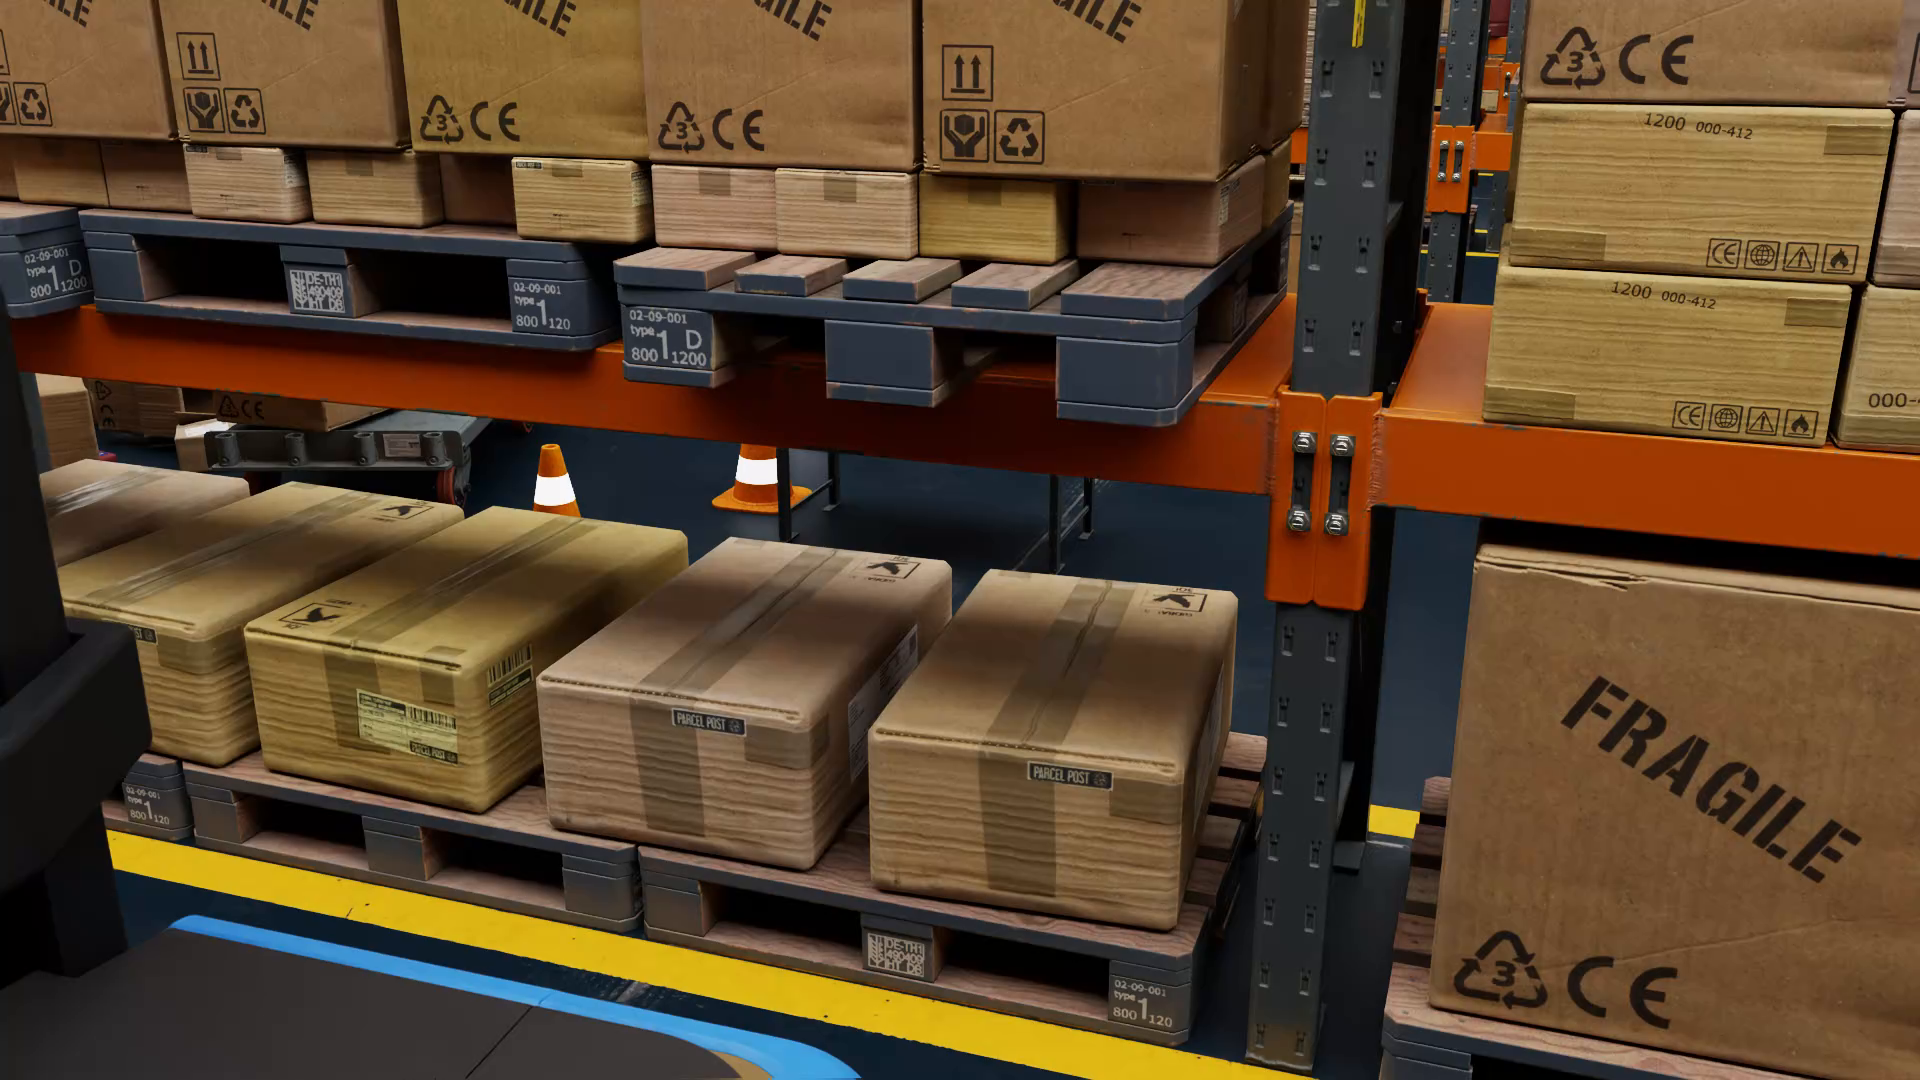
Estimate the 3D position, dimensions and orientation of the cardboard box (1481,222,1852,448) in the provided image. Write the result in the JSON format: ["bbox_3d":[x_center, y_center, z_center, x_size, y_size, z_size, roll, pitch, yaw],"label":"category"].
[{"bbox_3d":[1.150,-0.358,2.775,0.500,0.250,0.500,6,20,17],"label":"cardboard box"}]

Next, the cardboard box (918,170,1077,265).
[{"bbox_3d":[0.107,-0.609,3.009,0.250,0.149,0.380,7,20,19],"label":"cardboard box"}]

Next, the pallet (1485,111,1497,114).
[{"bbox_3d":[6.512,-5.506,21.550,1.213,0.211,1.003,7,20,18],"label":"pallet"}]

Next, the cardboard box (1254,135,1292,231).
[{"bbox_3d":[0.525,-0.733,3.366,0.250,0.149,0.380,5,20,15],"label":"cardboard box"}]

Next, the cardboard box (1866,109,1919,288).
[{"bbox_3d":[1.656,-0.538,2.531,0.500,0.250,0.500,7,20,19],"label":"cardboard box"}]

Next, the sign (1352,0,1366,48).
[{"bbox_3d":[0.601,-0.900,2.462,0.005,0.325,0.100,7,20,18],"label":"sign"}]

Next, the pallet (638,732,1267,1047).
[{"bbox_3d":[0.033,0.671,3.829,1.213,0.211,1.003,7,20,18],"label":"pallet"}]

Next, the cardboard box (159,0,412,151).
[{"bbox_3d":[-1.234,-1.075,3.361,0.500,0.500,0.500,6,20,16],"label":"cardboard box"}]

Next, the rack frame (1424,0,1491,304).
[{"bbox_3d":[2.300,-2.110,7.573,0.127,3.000,1.000,7,20,18],"label":"rack frame"}]

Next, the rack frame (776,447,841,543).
[{"bbox_3d":[-0.561,-0.772,6.013,0.032,1.500,0.500,7,20,18],"label":"rack frame"}]

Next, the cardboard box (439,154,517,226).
[{"bbox_3d":[-0.842,-0.743,3.396,0.250,0.149,0.380,7,20,18],"label":"cardboard box"}]

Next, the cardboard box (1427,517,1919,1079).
[{"bbox_3d":[1.396,0.345,3.119,0.875,0.875,0.875,6,20,18],"label":"cardboard box"}]

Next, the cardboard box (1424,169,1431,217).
[{"bbox_3d":[3.383,-2.735,12.495,0.500,0.500,0.700,5,20,15],"label":"cardboard box"}]

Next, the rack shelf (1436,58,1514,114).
[{"bbox_3d":[2.134,-3.518,12.704,4.000,0.370,1.077,7,20,18],"label":"rack shelf"}]

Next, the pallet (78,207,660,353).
[{"bbox_3d":[-1.113,-0.671,3.735,1.213,0.211,1.003,7,20,18],"label":"pallet"}]

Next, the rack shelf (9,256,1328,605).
[{"bbox_3d":[-1.119,-0.437,3.865,4.000,0.370,1.077,7,20,18],"label":"rack shelf"}]

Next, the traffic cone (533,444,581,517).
[{"bbox_3d":[-1.377,-0.096,5.648,0.334,0.463,0.336,7,20,18],"label":"traffic cone"}]

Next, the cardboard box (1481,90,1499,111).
[{"bbox_3d":[6.700,-5.602,21.130,0.500,0.250,0.500,7,20,19],"label":"cardboard box"}]

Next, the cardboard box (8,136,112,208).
[{"bbox_3d":[-1.834,-0.837,3.663,0.250,0.149,0.380,7,20,19],"label":"cardboard box"}]

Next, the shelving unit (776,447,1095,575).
[{"bbox_3d":[-0.081,-0.717,5.856,1.048,1.500,0.538,7,20,18],"label":"shelving unit"}]

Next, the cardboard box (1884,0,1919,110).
[{"bbox_3d":[1.628,-0.900,2.430,0.500,0.500,0.500,7,20,18],"label":"cardboard box"}]

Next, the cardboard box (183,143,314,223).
[{"bbox_3d":[-1.367,-0.765,3.457,0.250,0.149,0.380,7,21,20],"label":"cardboard box"}]

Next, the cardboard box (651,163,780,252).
[{"bbox_3d":[-0.381,-0.652,3.132,0.250,0.149,0.380,6,20,15],"label":"cardboard box"}]

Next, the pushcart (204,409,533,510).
[{"bbox_3d":[-2.307,-0.469,6.847,0.936,0.377,1.648,0,19,-1],"label":"pushcart"}]

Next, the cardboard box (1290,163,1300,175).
[{"bbox_3d":[2.317,-2.850,12.825,0.500,0.500,0.700,8,21,23],"label":"cardboard box"}]

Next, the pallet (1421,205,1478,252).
[{"bbox_3d":[3.285,-2.410,12.669,1.213,0.211,1.003,7,20,18],"label":"pallet"}]

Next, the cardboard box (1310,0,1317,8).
[{"bbox_3d":[1.879,-2.681,7.540,0.500,0.500,0.700,6,20,18],"label":"cardboard box"}]

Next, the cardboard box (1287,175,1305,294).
[{"bbox_3d":[1.754,-1.340,8.144,0.750,0.750,1.050,6,20,17],"label":"cardboard box"}]

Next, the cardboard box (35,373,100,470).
[{"bbox_3d":[-3.573,-0.352,6.323,0.500,0.500,0.500,-11,22,-29],"label":"cardboard box"}]

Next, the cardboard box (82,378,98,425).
[{"bbox_3d":[-4.296,-0.843,7.731,0.637,0.503,0.797,-7,20,-20],"label":"cardboard box"}]

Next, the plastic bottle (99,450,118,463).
[{"bbox_3d":[-3.611,-0.327,6.923,0.283,0.061,0.133,10,22,27],"label":"plastic bottle"}]

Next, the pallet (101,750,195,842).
[{"bbox_3d":[-2.272,0.408,4.585,1.213,0.211,1.003,7,20,18],"label":"pallet"}]

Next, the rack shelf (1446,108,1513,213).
[{"bbox_3d":[4.189,-1.555,7.072,4.000,0.370,1.077,7,20,18],"label":"rack shelf"}]

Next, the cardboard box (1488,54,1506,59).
[{"bbox_3d":[8.202,-7.351,25.737,0.500,0.500,0.700,7,20,19],"label":"cardboard box"}]

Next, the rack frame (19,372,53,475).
[{"bbox_3d":[-3.008,-0.992,4.366,0.127,3.000,1.000,7,20,18],"label":"rack frame"}]

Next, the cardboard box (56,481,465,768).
[{"bbox_3d":[-1.831,0.183,4.350,0.625,0.372,0.950,8,21,21],"label":"cardboard box"}]

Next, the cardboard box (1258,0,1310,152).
[{"bbox_3d":[0.422,-1.067,3.338,0.500,0.500,0.500,6,20,17],"label":"cardboard box"}]

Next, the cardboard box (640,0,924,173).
[{"bbox_3d":[-0.242,-0.961,3.036,0.500,0.500,0.500,6,20,17],"label":"cardboard box"}]

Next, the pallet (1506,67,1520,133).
[{"bbox_3d":[3.008,-1.976,7.479,1.003,0.211,1.213,7,20,18],"label":"pallet"}]

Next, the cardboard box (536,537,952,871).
[{"bbox_3d":[-0.459,0.341,3.896,0.625,0.372,0.950,6,20,17],"label":"cardboard box"}]
